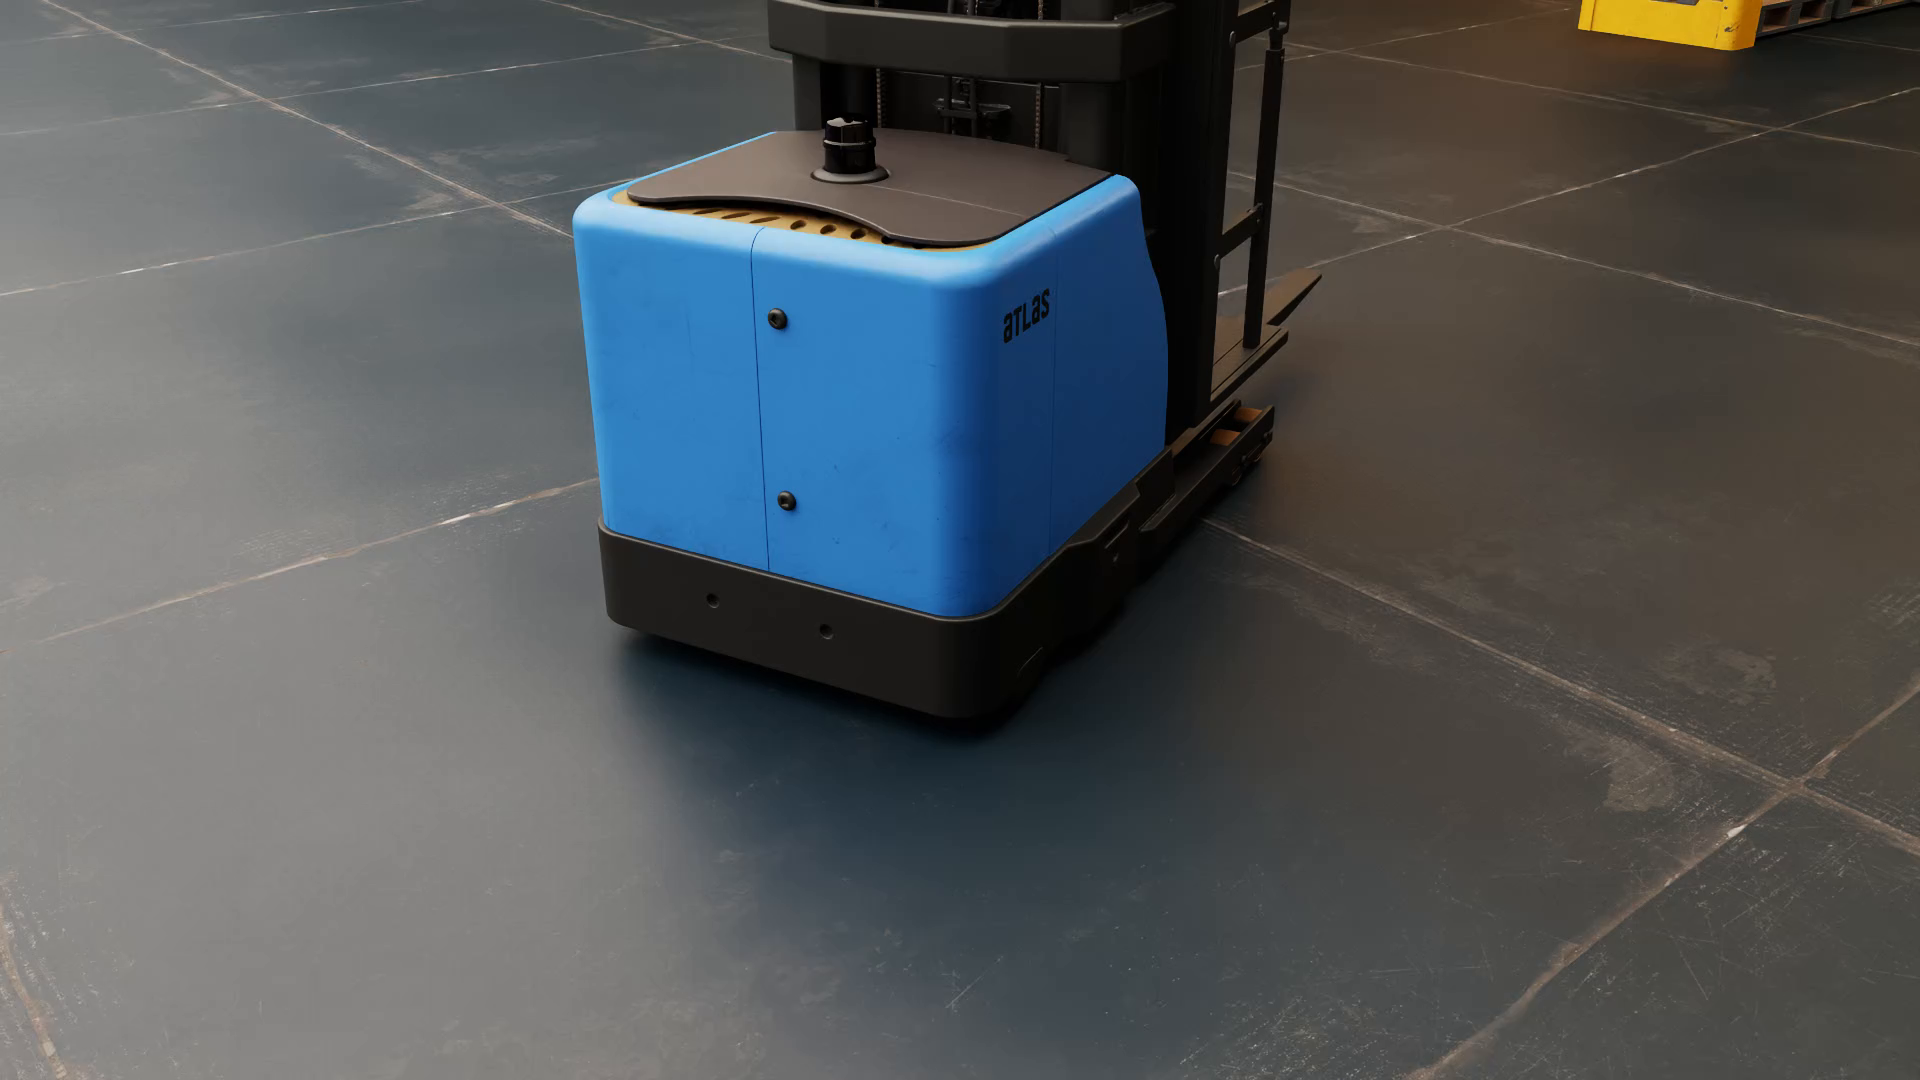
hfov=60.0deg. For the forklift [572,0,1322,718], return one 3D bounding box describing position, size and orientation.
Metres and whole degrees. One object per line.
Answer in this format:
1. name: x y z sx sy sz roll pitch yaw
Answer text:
1. forklift: 0.285 -1.552 4.331 1.130 2.935 3.031 13 29 25
